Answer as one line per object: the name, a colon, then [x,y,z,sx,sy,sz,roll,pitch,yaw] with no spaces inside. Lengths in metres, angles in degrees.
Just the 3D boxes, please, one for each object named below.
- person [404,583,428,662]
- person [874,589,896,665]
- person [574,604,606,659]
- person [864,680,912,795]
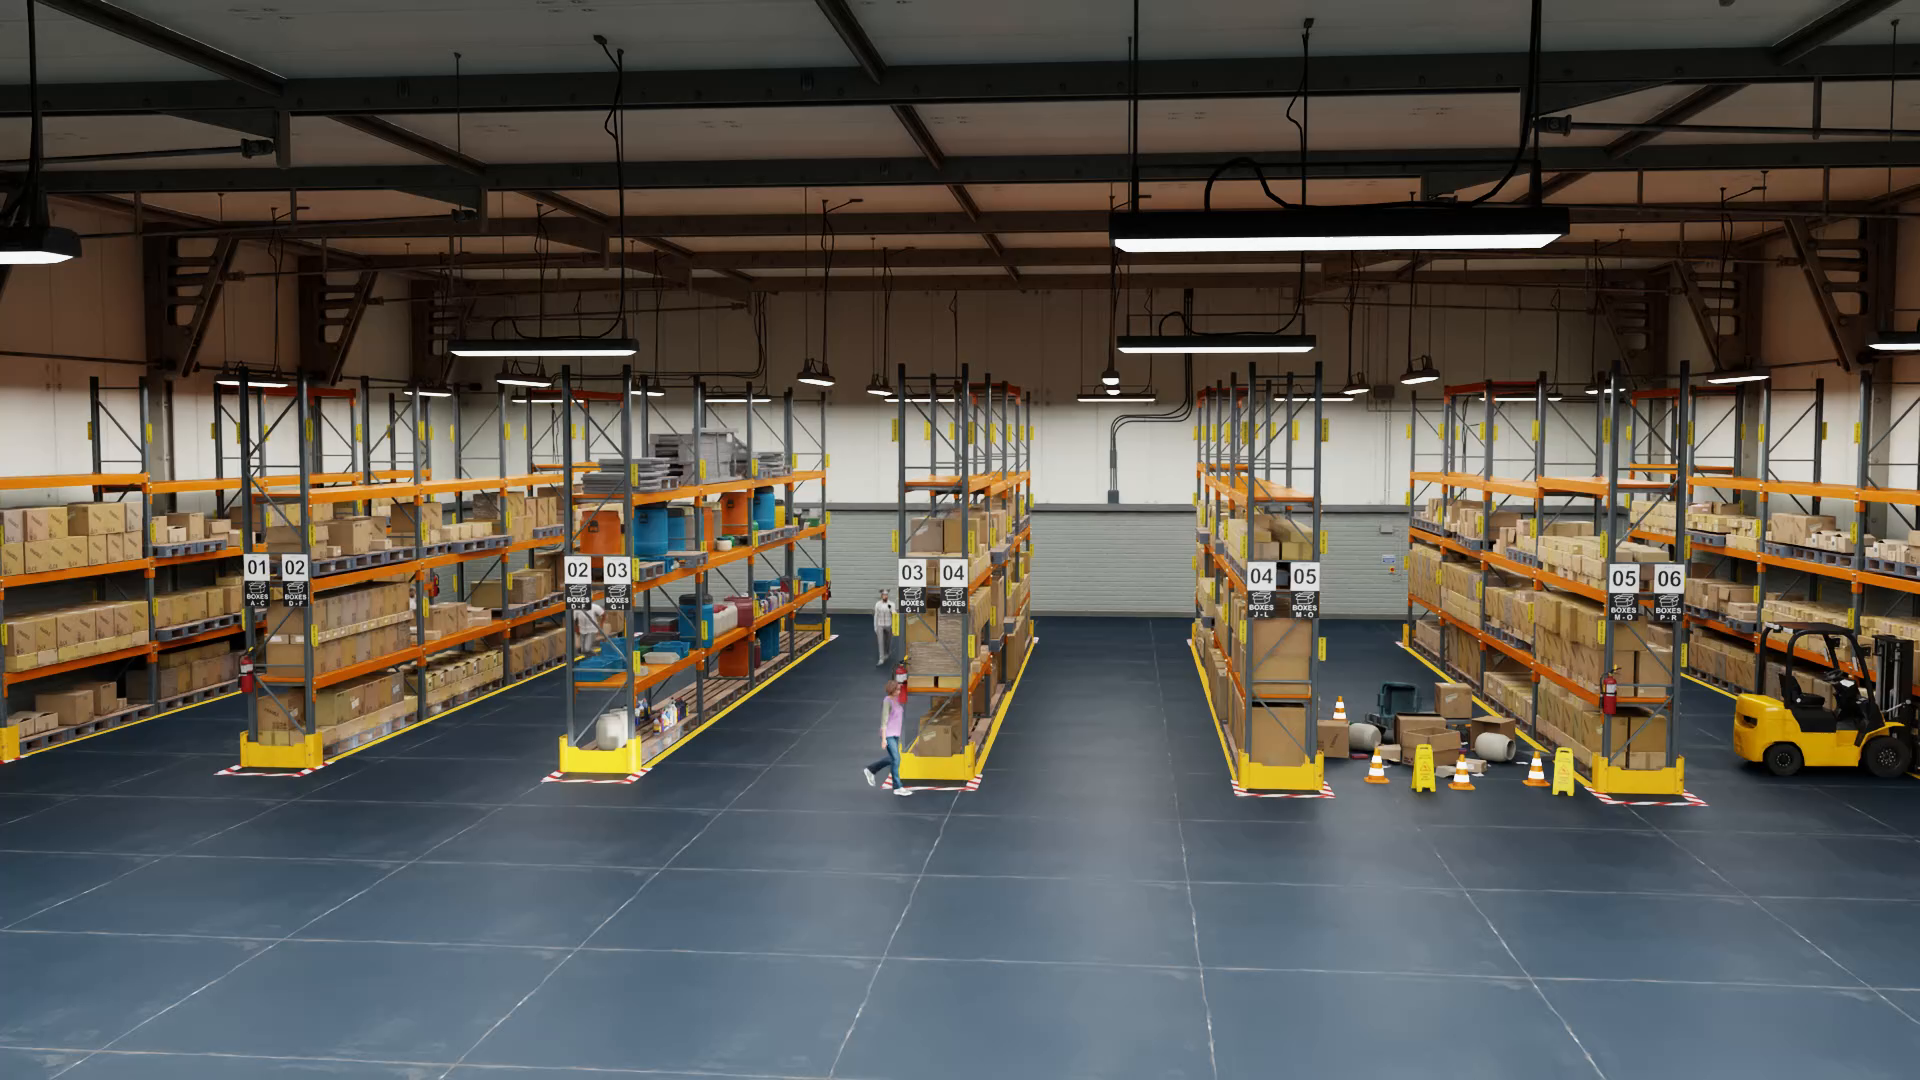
person: [-12.006,1.785,36.581,0.544,1.711,0.971,0,4,2]
person: [-1.610,1.856,36.091,0.502,1.620,1.035,0,4,-5]
person: [-7.819,1.929,34.920,0.653,1.668,0.702,1,4,15]
person: [-0.992,2.724,23.109,0.754,1.574,0.454,1,4,17]
